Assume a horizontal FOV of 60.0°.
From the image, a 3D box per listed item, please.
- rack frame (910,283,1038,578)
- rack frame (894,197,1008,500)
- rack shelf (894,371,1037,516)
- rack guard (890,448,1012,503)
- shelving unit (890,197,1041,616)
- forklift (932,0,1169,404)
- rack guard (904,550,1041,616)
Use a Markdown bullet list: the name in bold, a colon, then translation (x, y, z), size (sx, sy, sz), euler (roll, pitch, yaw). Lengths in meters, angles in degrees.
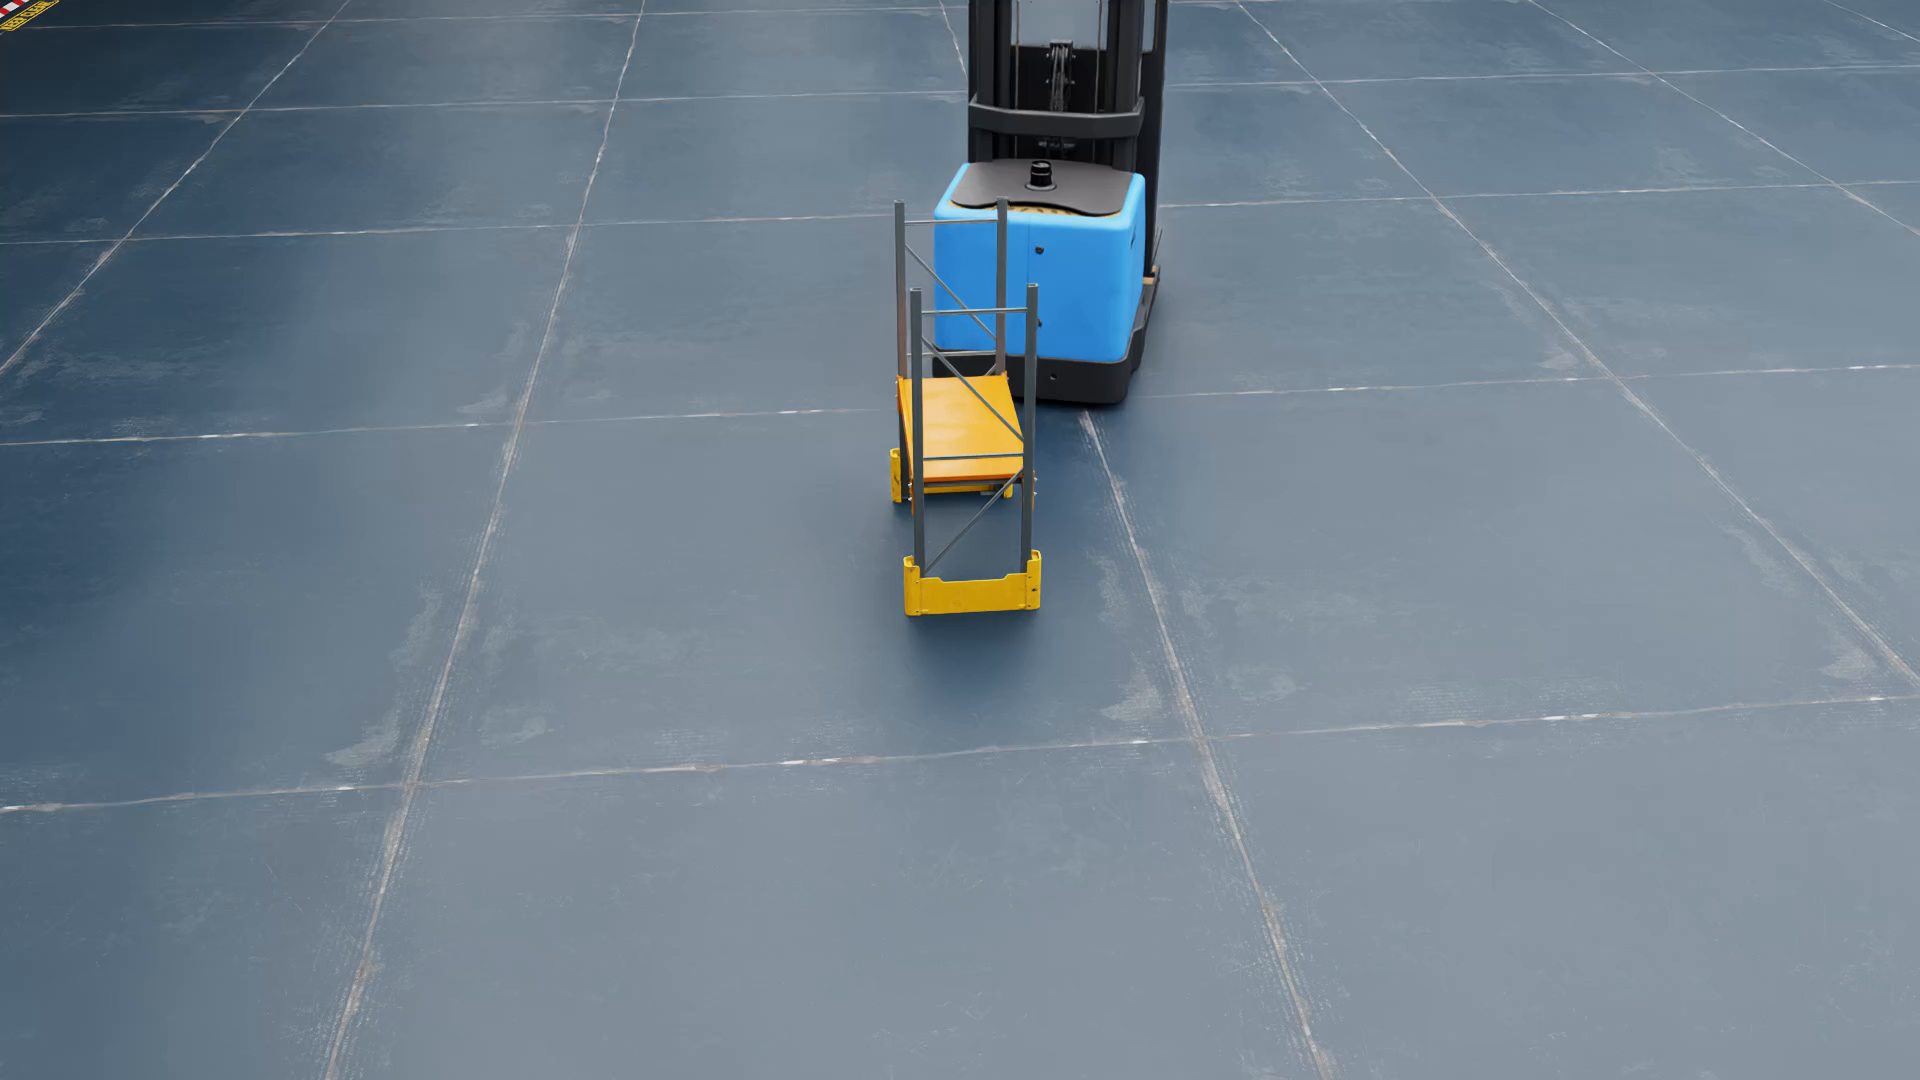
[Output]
- **rack frame**: translation (0.055, -0.341, 6.858), size (0.500, 1.500, 0.032), euler (-3, 31, -5)
- **rack frame**: translation (-0.040, -0.860, 7.727), size (0.500, 1.500, 0.032), euler (-3, 31, -5)
- **rack shelf**: translation (0.008, -0.446, 7.385), size (0.538, 0.185, 1.000), euler (-3, 31, -5)
- **rack guard**: translation (-0.039, -0.323, 8.046), size (0.587, 0.250, 0.087), euler (-3, 31, -5)
- **shelving unit**: translation (0.007, -0.605, 7.300), size (0.587, 1.500, 1.083), euler (-3, 31, -5)
- **forklift**: translation (0.635, -2.721, 9.447), size (1.130, 2.935, 3.031), euler (6, 31, 9)
- **rack guard**: translation (0.054, 0.186, 7.195), size (0.587, 0.250, 0.087), euler (-3, 31, -5)
